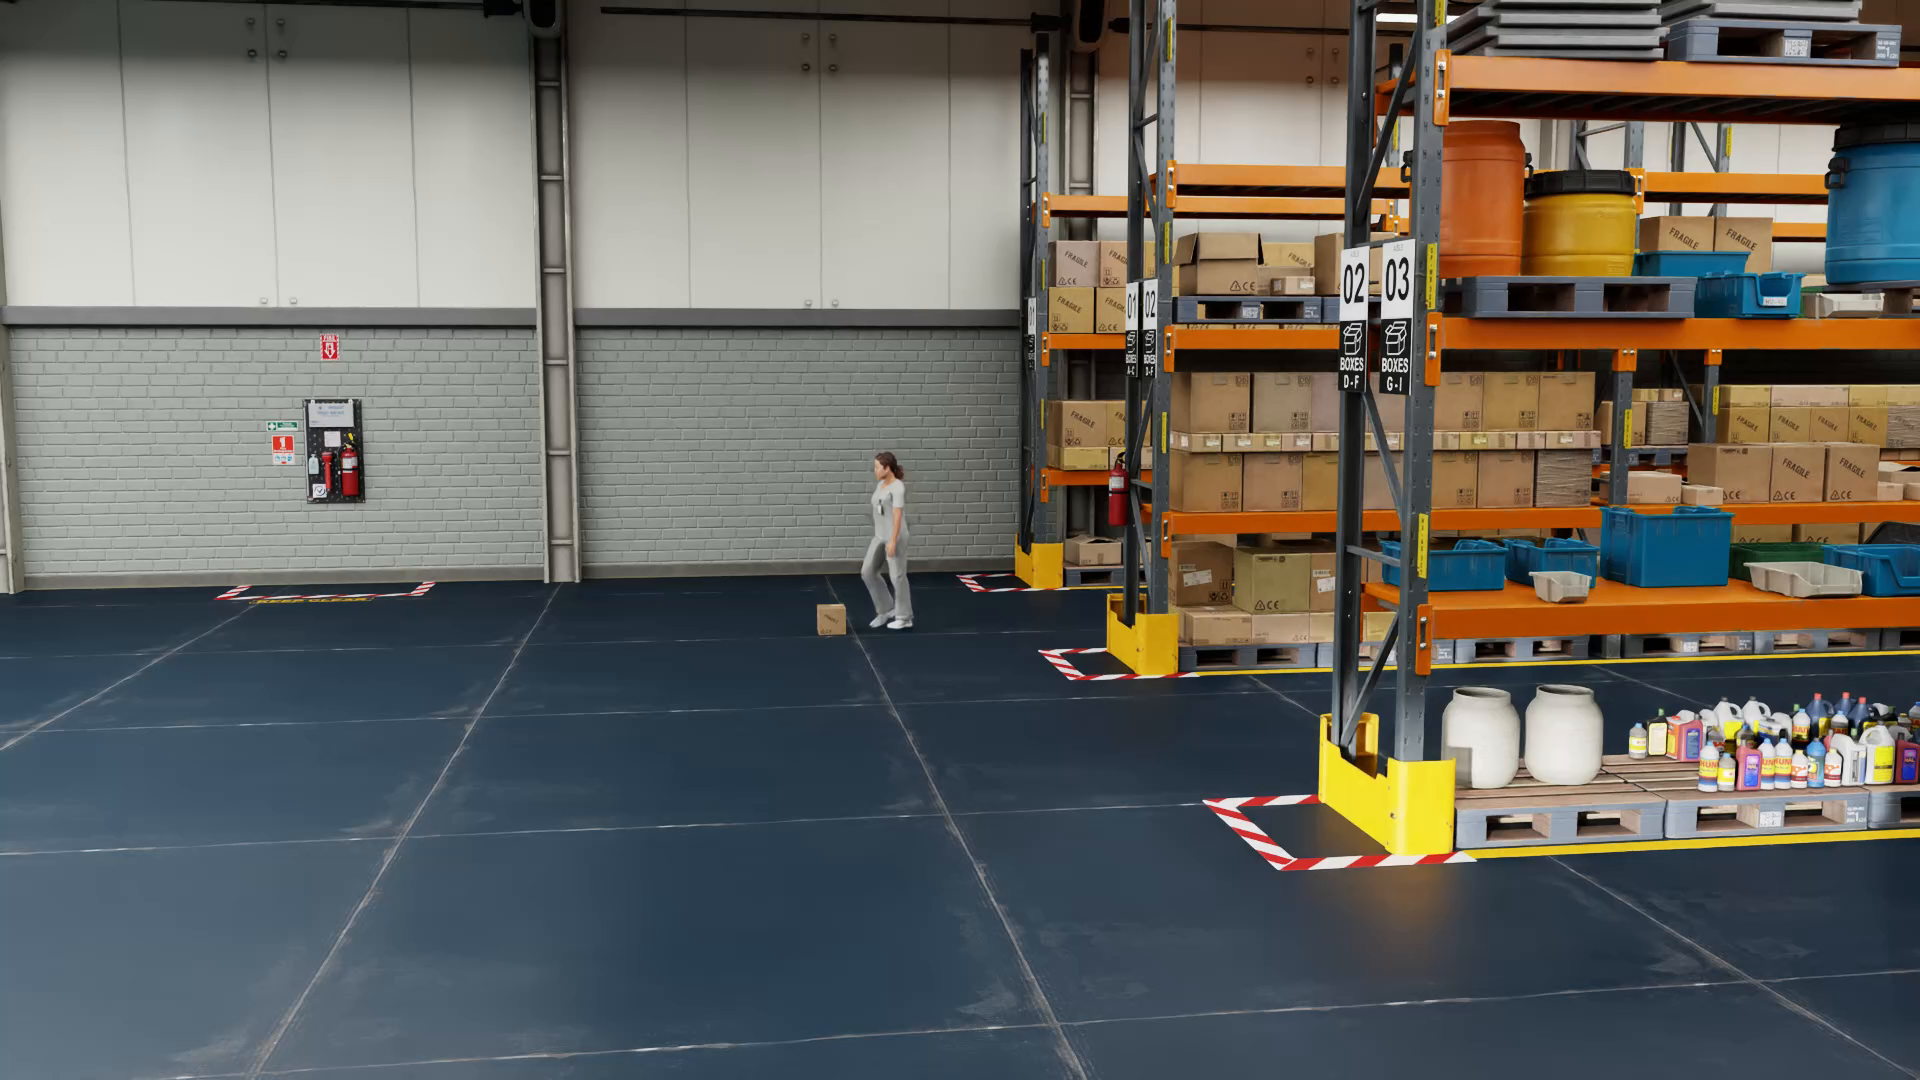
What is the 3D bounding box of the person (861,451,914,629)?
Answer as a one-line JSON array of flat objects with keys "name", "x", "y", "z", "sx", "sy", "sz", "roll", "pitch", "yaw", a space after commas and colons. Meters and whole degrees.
[{"name": "person", "x": -0.659, "y": 0.008, "z": 15.647, "sx": 0.405, "sy": 1.682, "sz": 0.472, "roll": -5, "pitch": 8, "yaw": -38}]
